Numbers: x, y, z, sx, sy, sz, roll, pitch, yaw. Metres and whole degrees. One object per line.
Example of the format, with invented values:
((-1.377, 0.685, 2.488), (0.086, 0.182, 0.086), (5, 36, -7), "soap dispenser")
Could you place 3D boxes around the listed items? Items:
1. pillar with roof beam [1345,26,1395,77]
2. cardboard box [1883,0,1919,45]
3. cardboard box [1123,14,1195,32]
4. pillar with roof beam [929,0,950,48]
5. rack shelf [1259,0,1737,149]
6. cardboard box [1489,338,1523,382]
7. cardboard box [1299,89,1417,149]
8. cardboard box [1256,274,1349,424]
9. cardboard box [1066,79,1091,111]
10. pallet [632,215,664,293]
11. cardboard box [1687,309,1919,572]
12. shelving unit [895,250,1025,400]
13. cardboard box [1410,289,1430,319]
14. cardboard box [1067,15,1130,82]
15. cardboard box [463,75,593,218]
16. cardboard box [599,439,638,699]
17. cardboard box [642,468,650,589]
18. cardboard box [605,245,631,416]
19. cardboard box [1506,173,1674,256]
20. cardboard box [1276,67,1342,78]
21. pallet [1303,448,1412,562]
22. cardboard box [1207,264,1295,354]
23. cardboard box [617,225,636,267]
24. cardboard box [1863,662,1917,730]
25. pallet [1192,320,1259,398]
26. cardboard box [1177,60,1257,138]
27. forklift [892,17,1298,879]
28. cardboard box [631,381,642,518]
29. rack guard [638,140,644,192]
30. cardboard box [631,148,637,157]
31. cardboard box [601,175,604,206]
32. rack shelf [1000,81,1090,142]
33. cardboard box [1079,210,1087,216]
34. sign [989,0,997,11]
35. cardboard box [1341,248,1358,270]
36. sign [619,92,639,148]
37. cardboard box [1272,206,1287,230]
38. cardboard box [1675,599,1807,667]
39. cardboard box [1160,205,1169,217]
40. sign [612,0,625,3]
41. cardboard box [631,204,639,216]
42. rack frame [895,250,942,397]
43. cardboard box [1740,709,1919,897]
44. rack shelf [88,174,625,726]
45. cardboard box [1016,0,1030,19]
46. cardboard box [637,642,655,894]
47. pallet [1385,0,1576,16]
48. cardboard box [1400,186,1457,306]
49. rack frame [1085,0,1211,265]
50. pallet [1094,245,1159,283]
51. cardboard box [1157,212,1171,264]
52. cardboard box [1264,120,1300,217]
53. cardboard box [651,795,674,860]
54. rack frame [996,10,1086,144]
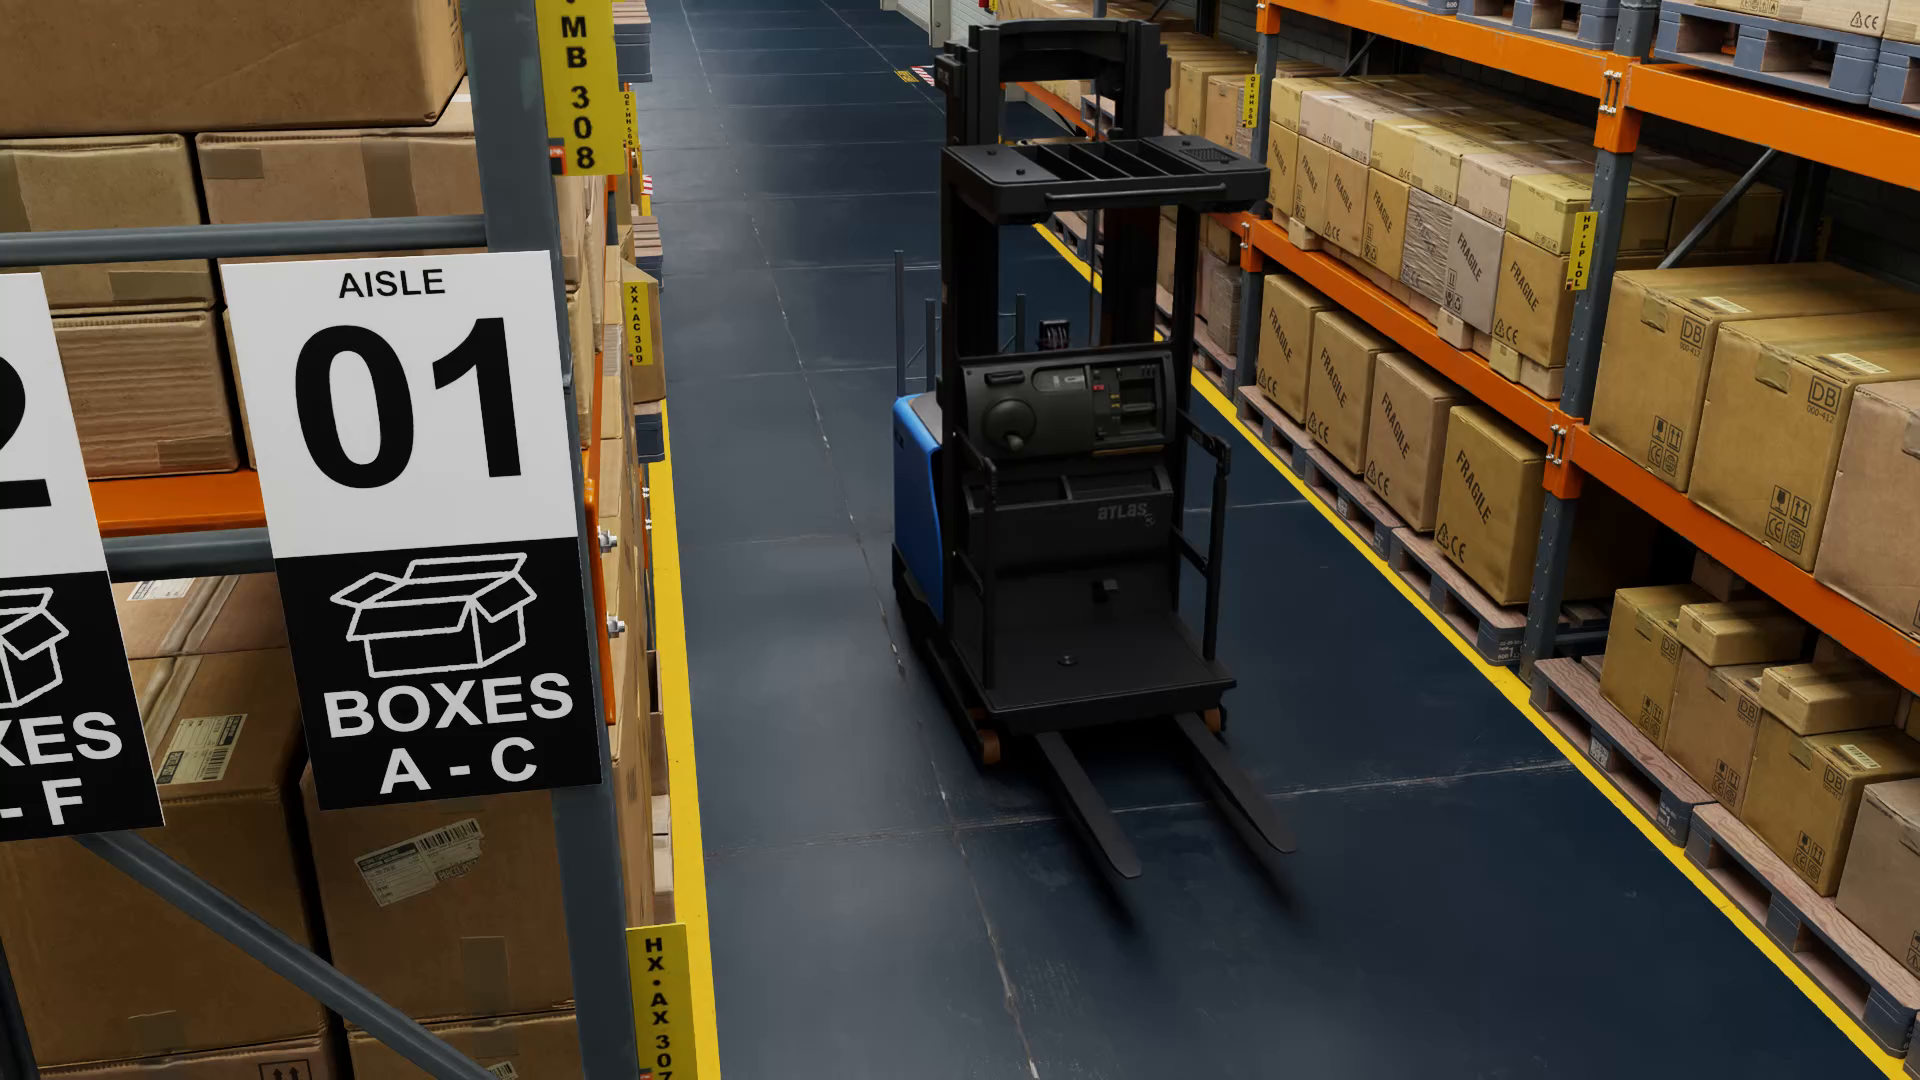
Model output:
((-1.249, -5.326, 10.201), (9.100, 9.000, 0.400), (-4, 24, -10), "pillar with roof beam")
((3.163, -1.597, 4.948), (0.500, 0.250, 0.500), (-5, 24, -11), "cardboard box")
((1.751, -4.378, 14.751), (0.500, 0.500, 0.500), (-5, 24, -11), "cardboard box")
((-4.577, -12.406, 26.412), (9.100, 9.000, 0.400), (-4, 24, -10), "pillar with roof beam")
((2.742, -2.578, 8.557), (1.077, 0.370, 4.000), (-4, 24, -10), "rack shelf")
((2.701, -0.850, 7.738), (0.380, 0.149, 0.250), (-4, 24, -9), "cardboard box")
((2.303, -2.446, 9.644), (0.500, 0.250, 0.500), (-5, 24, -10), "cardboard box")
((2.379, -1.228, 10.476), (0.750, 0.750, 0.750), (-5, 24, -10), "cardboard box")
((1.247, -3.998, 14.818), (0.500, 0.250, 0.500), (-4, 24, -10), "cardboard box")
((-2.301, -1.603, 9.411), (1.213, 0.211, 1.003), (-4, 24, -10), "pallet")
((3.326, -0.382, 6.002), (0.980, 0.700, 0.700), (-5, 24, -11), "cardboard box")
((-0.016, -0.721, 9.027), (0.538, 1.500, 1.048), (-4, 24, -10), "shelving unit")
((2.579, -1.256, 8.666), (0.380, 0.149, 0.250), (-5, 24, -11), "cardboard box")
((1.241, -4.340, 14.666), (0.500, 0.500, 0.500), (-4, 24, -10), "cardboard box")
((-0.941, -0.759, 3.054), (0.500, 0.250, 0.500), (-4, 24, -10), "cardboard box")
((-1.031, 0.095, 3.912), (0.500, 0.500, 0.500), (-4, 24, -9), "cardboard box")
((-1.800, -0.049, 8.188), (0.500, 0.500, 0.500), (-4, 24, -9), "cardboard box")
((-1.408, -0.703, 5.737), (0.500, 0.500, 0.500), (-4, 24, -9), "cardboard box")
((2.774, -1.446, 7.355), (0.500, 0.250, 0.500), (-4, 24, -8), "cardboard box")
((2.279, -2.998, 10.882), (0.380, 0.149, 0.250), (-8, 25, -17), "cardboard box")
((2.666, -0.248, 9.553), (1.003, 0.211, 1.213), (-4, 24, -10), "pallet")
((2.188, -1.655, 11.866), (0.700, 0.500, 0.500), (-4, 24, -9), "cardboard box")
((-1.813, -1.085, 7.338), (0.700, 0.500, 0.500), (-1, 24, -1), "cardboard box")
((3.512, 0.549, 6.032), (0.380, 0.149, 0.250), (-4, 24, -9), "cardboard box")
((2.229, -1.350, 12.076), (1.003, 0.211, 1.213), (-4, 24, -10), "pallet")
((2.023, -3.240, 12.246), (0.700, 0.500, 0.500), (-4, 24, -10), "cardboard box")
((0.526, -0.553, 6.855), (1.130, 2.935, 3.031), (-6, 24, -14), "forklift")
((-1.411, -0.247, 5.942), (0.500, 0.500, 0.500), (-4, 24, -9), "cardboard box")
((-3.979, -3.962, 17.698), (1.175, 0.500, 0.348), (-4, 24, -10), "rack guard")
((-3.113, -3.203, 14.810), (0.500, 0.500, 0.500), (-4, 24, -10), "cardboard box")
((-1.134, -0.922, 4.054), (0.500, 0.250, 0.500), (-4, 24, -10), "cardboard box")
((1.263, -4.350, 16.362), (1.077, 0.370, 4.000), (-4, 24, -10), "rack shelf")
((1.401, -3.355, 15.757), (0.500, 0.500, 0.500), (-6, 24, -14), "cardboard box")
((0.360, -5.823, 17.754), (0.100, 0.325, 0.005), (-4, 24, -10), "sign")
((2.434, -1.666, 9.605), (0.380, 0.149, 0.250), (-4, 24, -9), "cardboard box")
((-1.964, -2.490, 9.856), (0.100, 0.325, 0.005), (-4, 24, -10), "sign")
((2.205, -2.067, 10.525), (0.380, 0.149, 0.250), (-5, 24, -11), "cardboard box")
((3.033, 0.359, 6.468), (0.380, 0.149, 0.250), (-4, 24, -8), "cardboard box")
((1.870, -2.832, 13.623), (0.500, 0.250, 0.500), (-5, 24, -11), "cardboard box")
((-1.224, -2.033, 5.764), (0.100, 0.325, 0.005), (-4, 24, -10), "sign")
((-2.878, -2.577, 13.612), (0.500, 0.311, 0.500), (-4, 24, -10), "cardboard box")
((-0.110, -0.921, 9.484), (0.500, 1.500, 0.032), (-4, 24, -10), "rack frame")
((3.332, 0.908, 6.021), (0.700, 0.500, 0.500), (-4, 24, -9), "cardboard box")
((-1.386, -0.637, 4.111), (1.077, 0.370, 4.000), (-4, 24, -10), "rack shelf")
((0.857, -5.142, 16.501), (0.500, 0.500, 0.500), (-5, 24, -11), "cardboard box")
((-1.030, 0.555, 4.107), (0.500, 0.500, 0.500), (-4, 24, -10), "cardboard box")
((2.753, -2.919, 8.674), (1.003, 0.211, 1.213), (-3, 24, -7), "pallet")
((2.590, -1.499, 8.413), (0.500, 0.500, 0.500), (-4, 24, -10), "cardboard box")
((1.633, -3.893, 14.417), (1.000, 3.000, 0.127), (-4, 24, -10), "rack frame")
((1.778, -2.309, 14.274), (1.003, 0.211, 1.213), (-4, 24, -10), "pallet")
((1.930, -2.462, 13.712), (0.700, 0.500, 0.500), (-5, 24, -11), "cardboard box")
((2.210, -2.301, 10.250), (0.500, 0.500, 0.500), (-4, 24, -8), "cardboard box")
((-1.243, 1.073, 6.059), (0.380, 0.149, 0.250), (-4, 24, -10), "cardboard box")
((0.893, -5.467, 18.019), (1.000, 3.000, 0.127), (-4, 24, -10), "rack frame")
